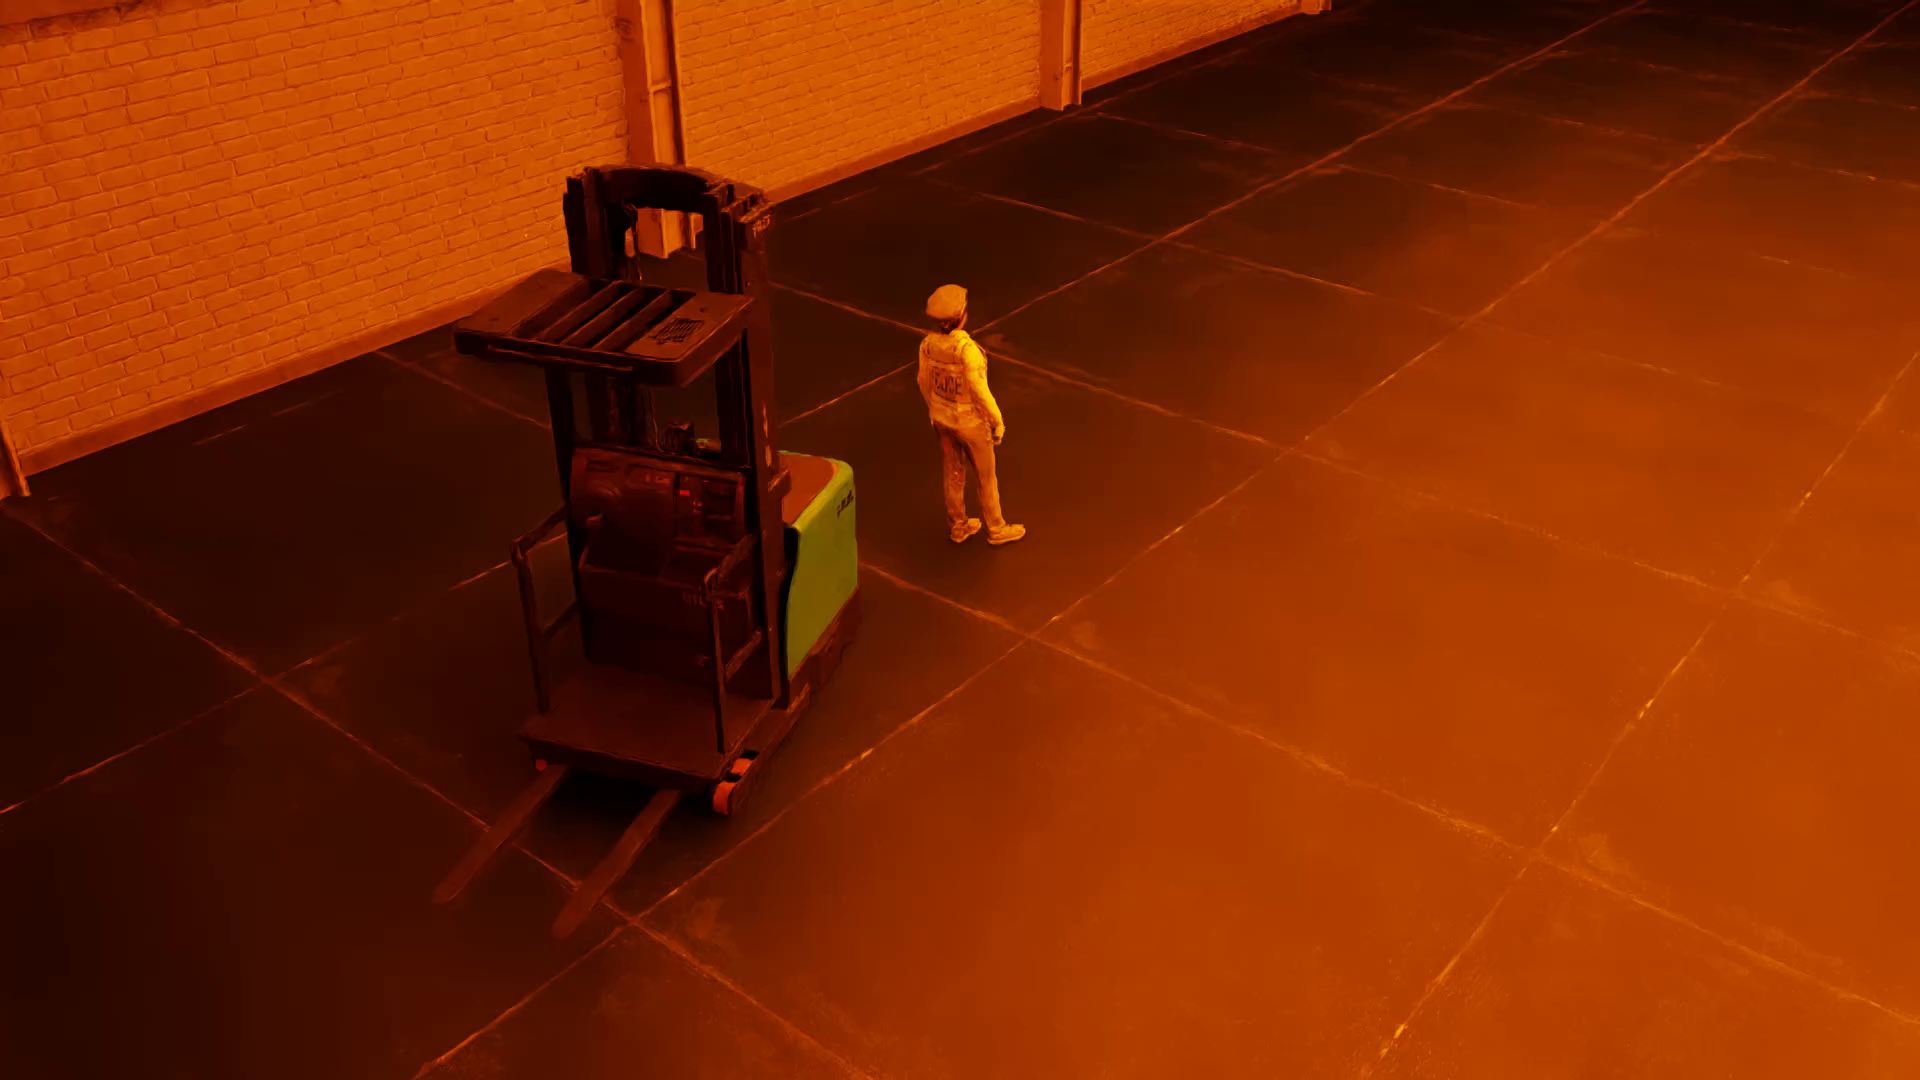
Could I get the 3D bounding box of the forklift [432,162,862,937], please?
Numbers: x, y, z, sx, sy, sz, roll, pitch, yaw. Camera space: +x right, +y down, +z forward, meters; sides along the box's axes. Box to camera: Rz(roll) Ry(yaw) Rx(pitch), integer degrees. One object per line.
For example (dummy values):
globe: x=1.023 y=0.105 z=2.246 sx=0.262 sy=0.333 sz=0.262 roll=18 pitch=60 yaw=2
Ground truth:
forklift: x=-1.524 y=-0.146 z=7.844 sx=1.130 sy=2.935 sz=3.031 roll=10 pitch=32 yaw=16

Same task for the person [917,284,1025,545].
person: x=0.048 y=-0.763 z=10.110 sx=0.586 sy=1.695 sz=0.533 roll=22 pitch=37 yaw=33
